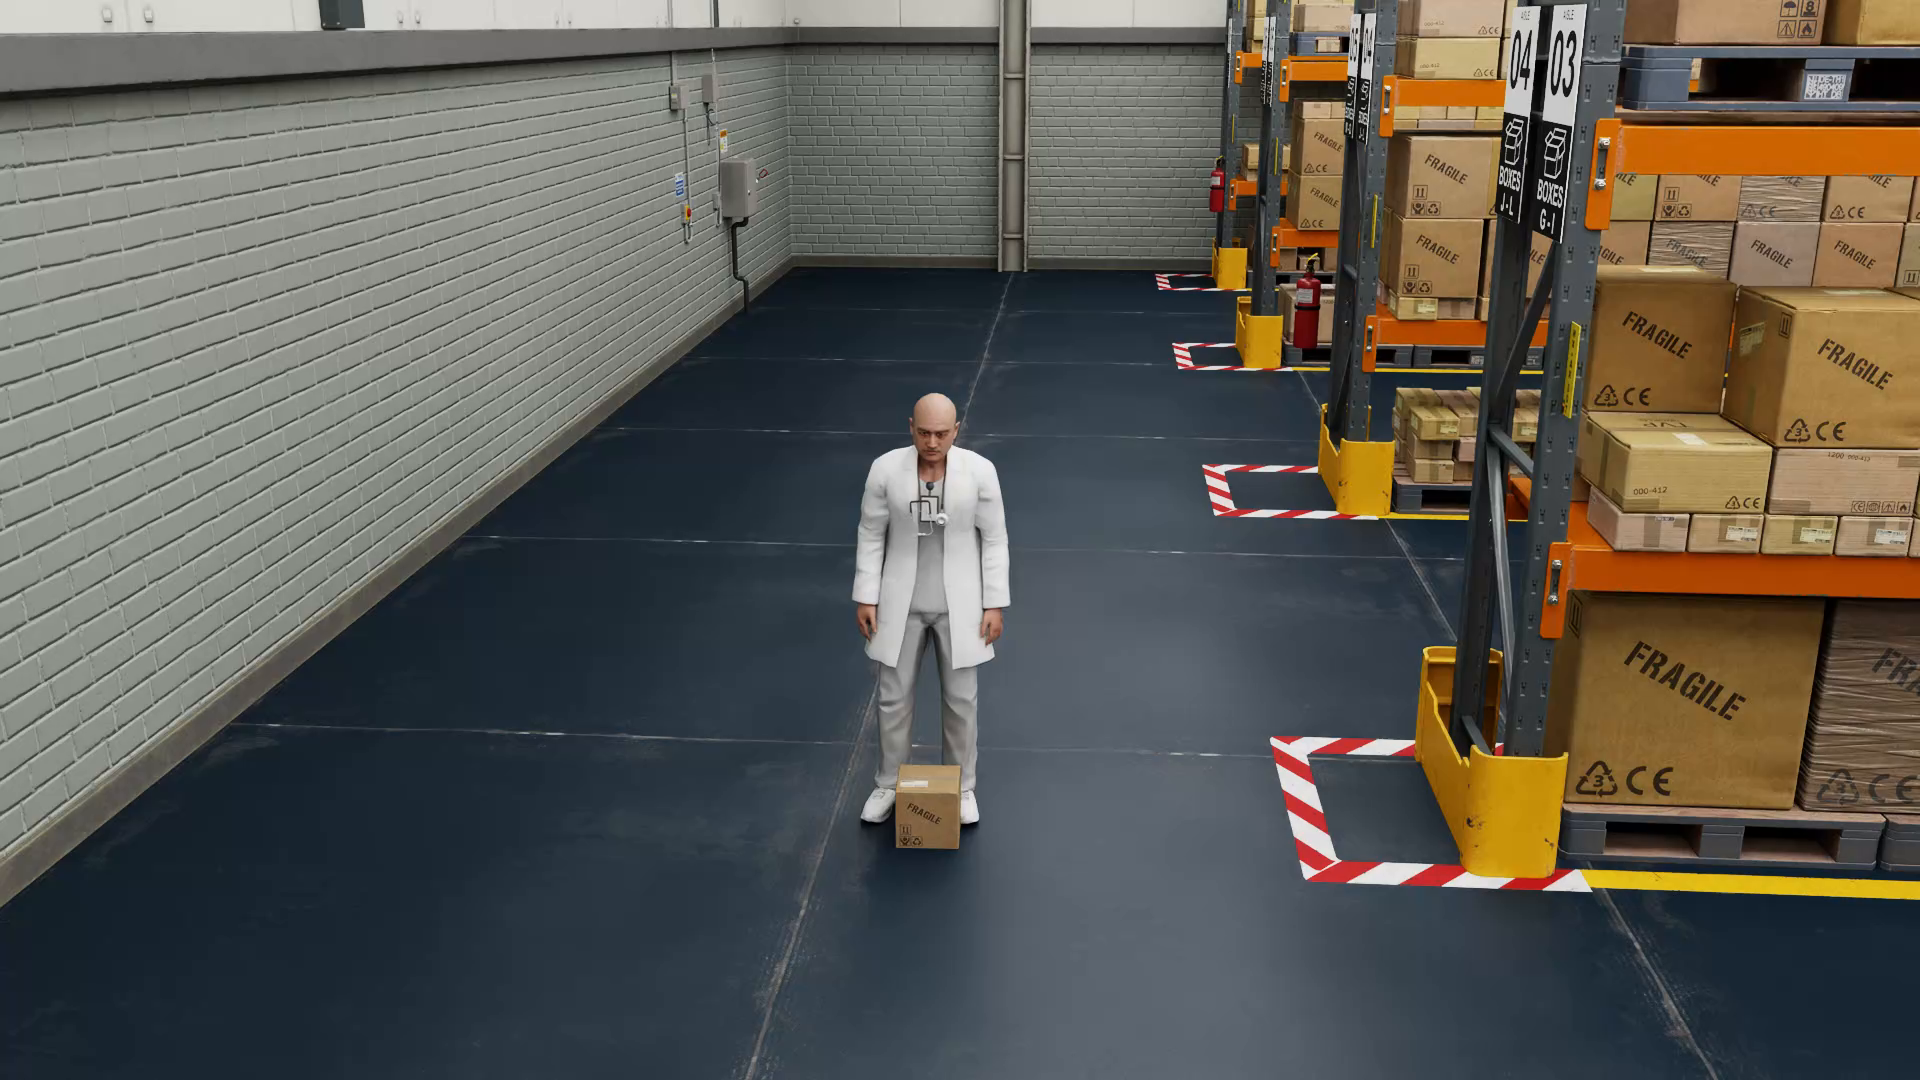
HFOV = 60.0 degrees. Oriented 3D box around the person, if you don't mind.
[{"bbox_3d":[-0.119,0.364,6.733,0.640,1.577,0.426,1,17,4],"label":"person"}]
